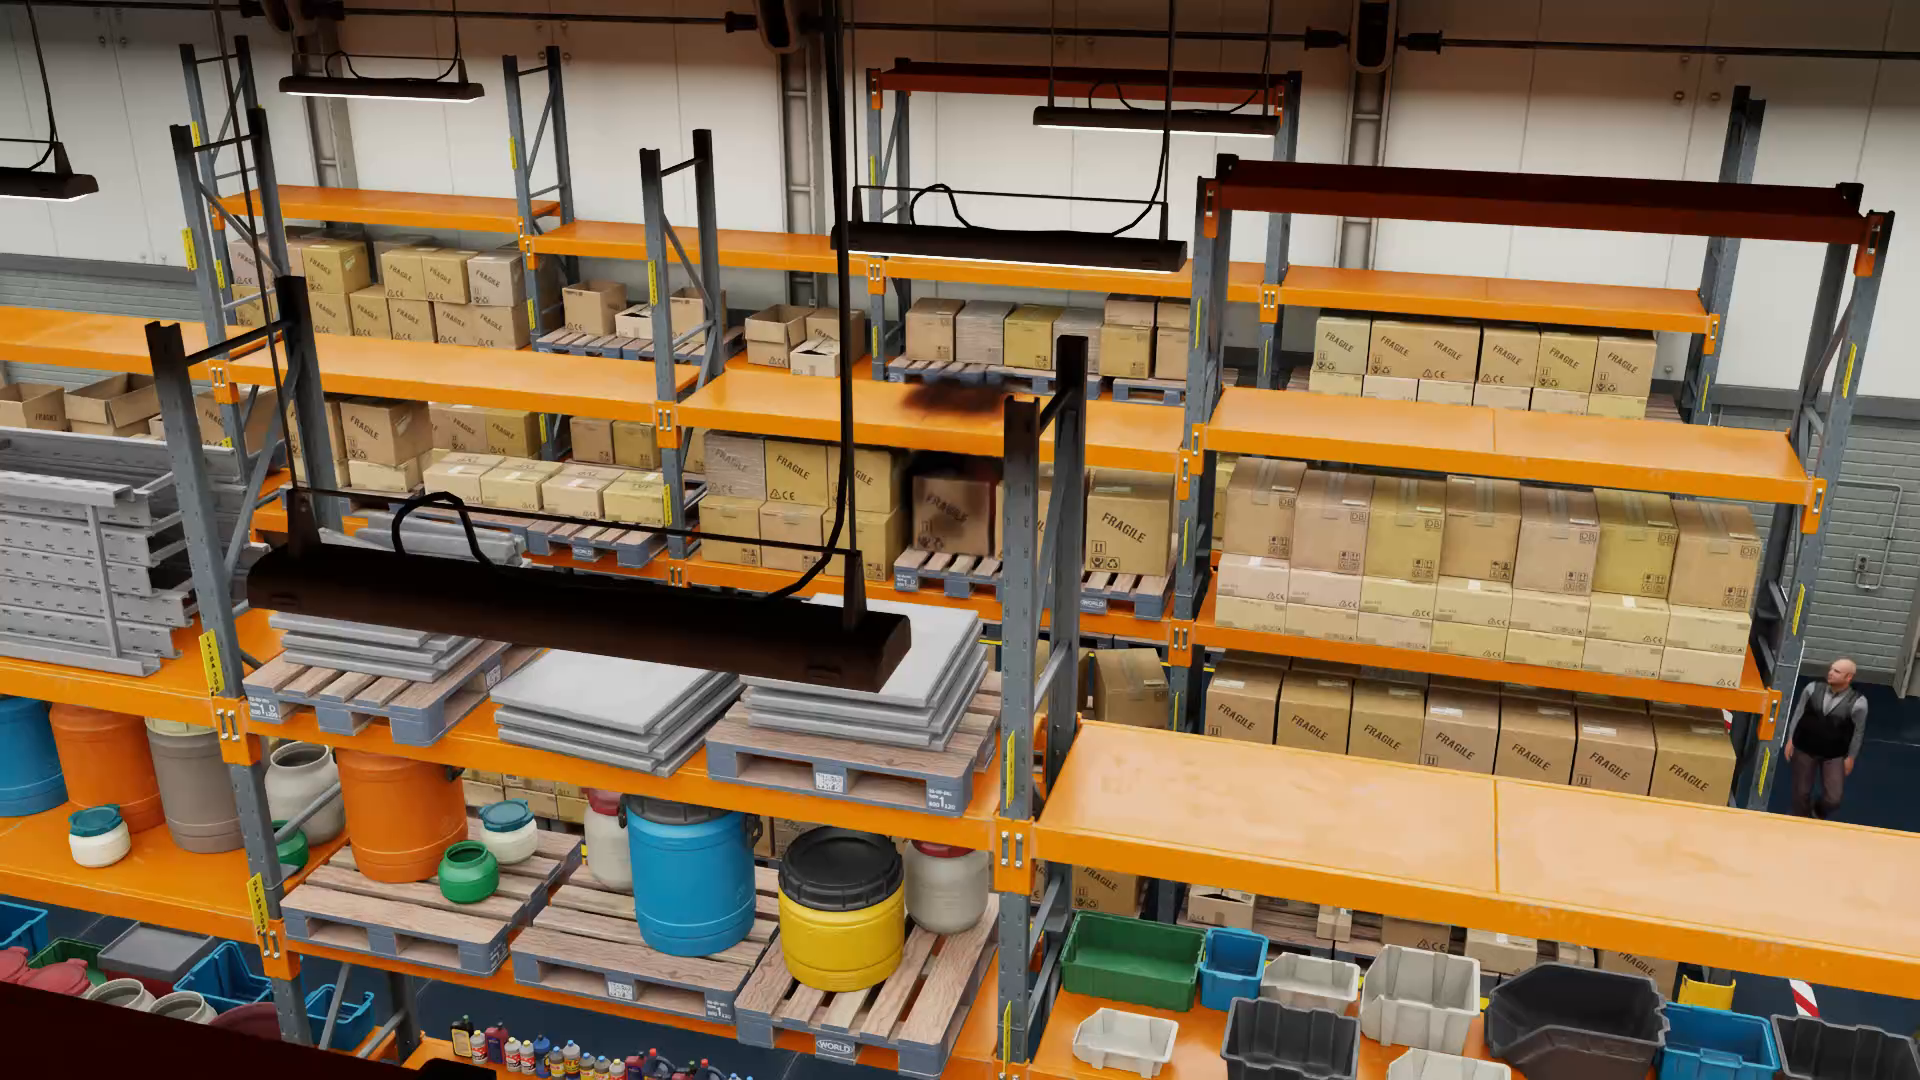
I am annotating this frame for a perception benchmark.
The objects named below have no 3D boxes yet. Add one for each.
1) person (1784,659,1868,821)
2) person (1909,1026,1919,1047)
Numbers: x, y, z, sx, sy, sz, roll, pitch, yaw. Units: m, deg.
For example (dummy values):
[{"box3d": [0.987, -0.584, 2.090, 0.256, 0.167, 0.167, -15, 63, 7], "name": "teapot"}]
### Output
[{"box3d": [7.326, 1.815, 14.140, 0.562, 1.713, 0.497, 9, 24, 20], "name": "person"}, {"box3d": [7.088, 2.984, 11.439, 0.942, 1.651, 0.701, -5, 23, -12], "name": "person"}]
